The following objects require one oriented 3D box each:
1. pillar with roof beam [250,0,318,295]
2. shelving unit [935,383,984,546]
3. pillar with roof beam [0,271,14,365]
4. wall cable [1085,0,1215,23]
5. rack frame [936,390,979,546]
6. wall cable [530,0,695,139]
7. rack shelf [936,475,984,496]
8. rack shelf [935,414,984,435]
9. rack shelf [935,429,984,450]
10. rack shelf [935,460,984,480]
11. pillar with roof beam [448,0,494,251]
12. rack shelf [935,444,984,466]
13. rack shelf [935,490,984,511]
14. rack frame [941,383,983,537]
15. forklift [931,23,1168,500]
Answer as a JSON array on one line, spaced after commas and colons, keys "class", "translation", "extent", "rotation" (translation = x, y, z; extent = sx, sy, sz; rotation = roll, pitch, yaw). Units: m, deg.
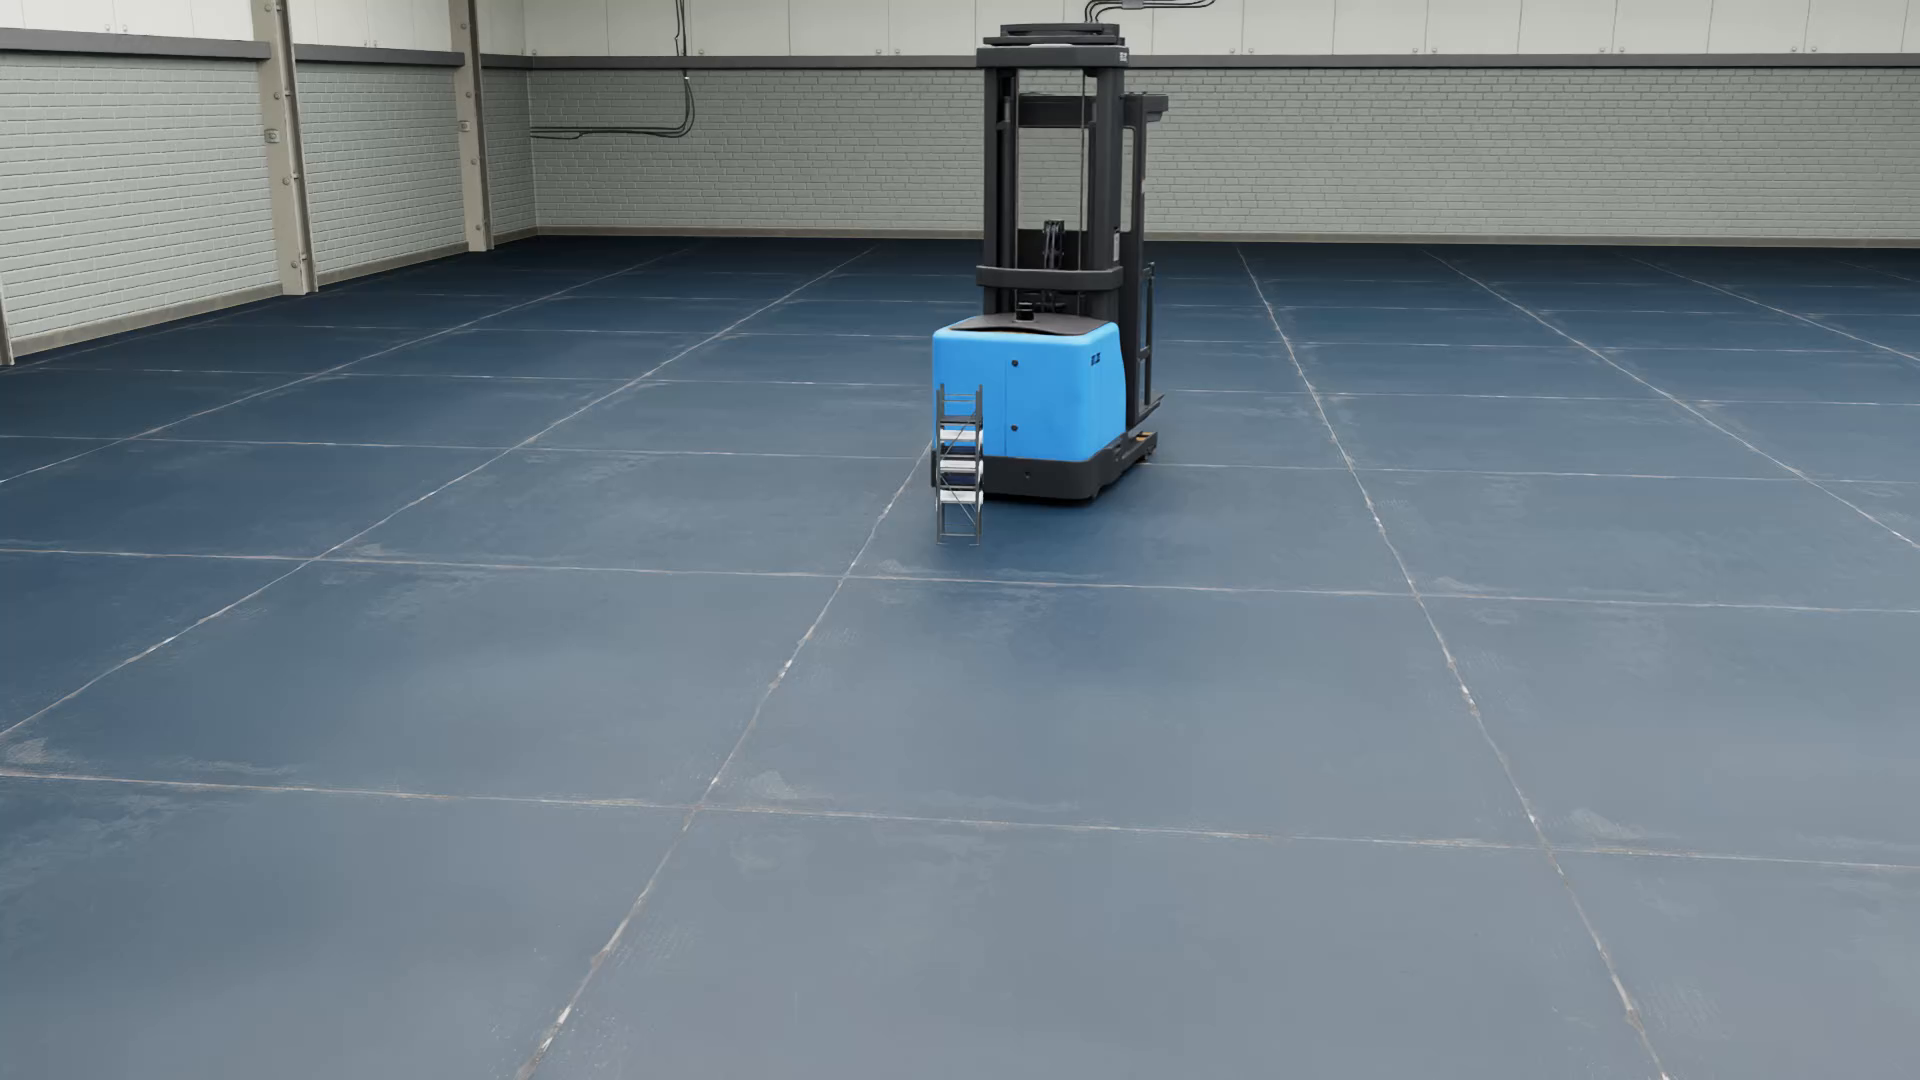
[{"class": "pillar with roof beam", "translation": [-4.242, -7.406, 19.810], "extent": [9.100, 9.000, 0.400], "rotation": [2, 15, 6]}, {"class": "shelving unit", "translation": [-0.001, -0.432, 9.537], "extent": [0.258, 0.900, 0.210], "rotation": [2, 15, 6]}, {"class": "pillar with roof beam", "translation": [-4.919, -5.849, 14.055], "extent": [9.100, 9.000, 0.400], "rotation": [2, 15, 6]}, {"class": "wall cable", "translation": [3.235, -11.172, 27.223], "extent": [2.305, 6.003, 0.169], "rotation": [2, 15, 6]}, {"class": "rack frame", "translation": [-0.012, -0.406, 9.439], "extent": [0.240, 0.900, 0.006], "rotation": [2, 15, 6]}, {"class": "wall cable", "translation": [-6.196, -8.315, 29.121], "extent": [3.097, 2.526, 0.112], "rotation": [2, 15, 6]}, {"class": "rack shelf", "translation": [-0.001, -0.313, 9.569], "extent": [0.258, 0.077, 0.200], "rotation": [2, 15, 6]}, {"class": "rack shelf", "translation": [-0.001, -0.661, 9.475], "extent": [0.258, 0.077, 0.200], "rotation": [2, 15, 6]}, {"class": "rack shelf", "translation": [-0.001, -0.574, 9.499], "extent": [0.258, 0.077, 0.200], "rotation": [2, 15, 6]}, {"class": "rack shelf", "translation": [-0.001, -0.400, 9.546], "extent": [0.258, 0.077, 0.200], "rotation": [2, 15, 6]}, {"class": "pillar with roof beam", "translation": [-3.565, -8.962, 25.565], "extent": [9.100, 9.000, 0.400], "rotation": [2, 15, 6]}, {"class": "rack shelf", "translation": [-0.001, -0.487, 9.522], "extent": [0.258, 0.077, 0.200], "rotation": [2, 15, 6]}, {"class": "rack shelf", "translation": [-0.001, -0.226, 9.592], "extent": [0.258, 0.077, 0.200], "rotation": [2, 15, 6]}, {"class": "rack frame", "translation": [0.011, -0.459, 9.634], "extent": [0.240, 0.900, 0.006], "rotation": [2, 15, 6]}, {"class": "forklift", "translation": [0.779, -2.007, 11.468], "extent": [1.130, 2.935, 3.031], "rotation": [5, 16, 19]}]
